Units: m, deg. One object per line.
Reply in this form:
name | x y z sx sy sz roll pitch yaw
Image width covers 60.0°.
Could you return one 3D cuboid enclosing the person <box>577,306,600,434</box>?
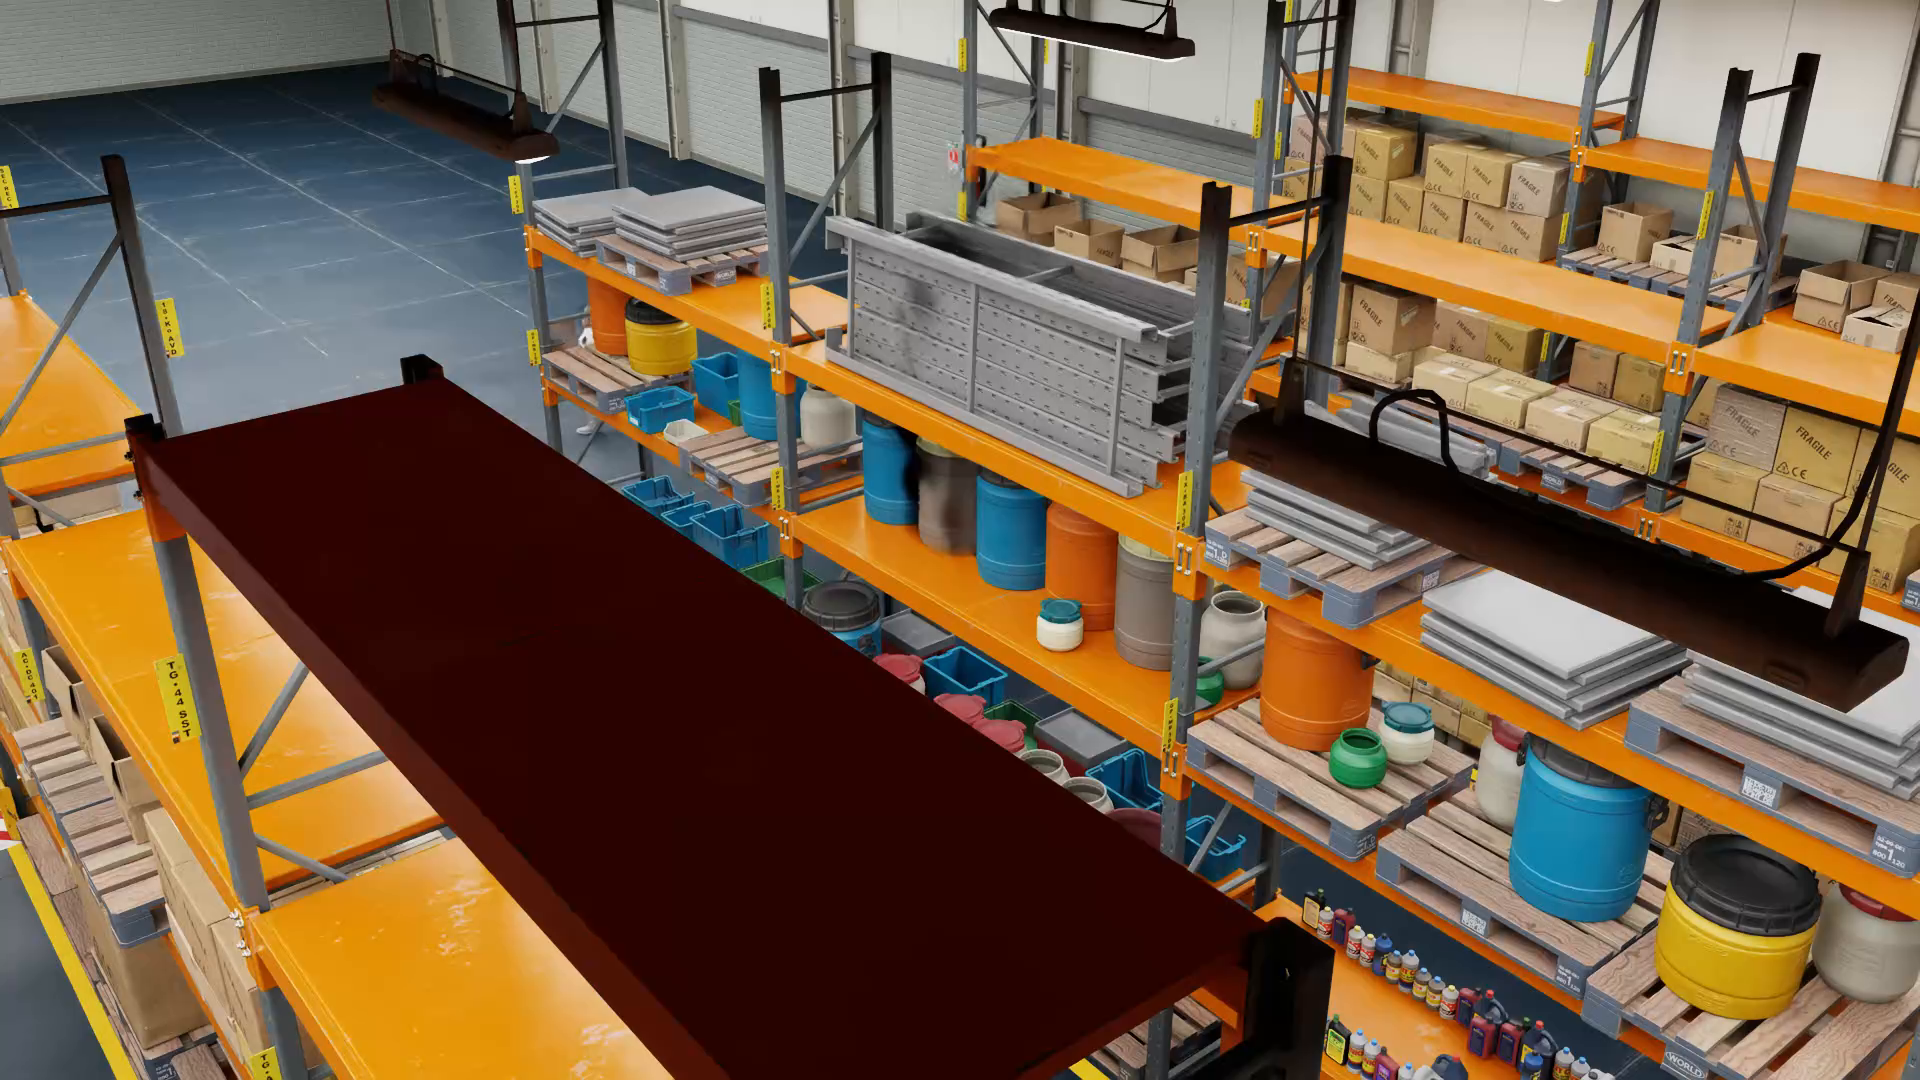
person | -4.536 -2.132 20.768 0.652 1.650 0.620 -8 27 -17
